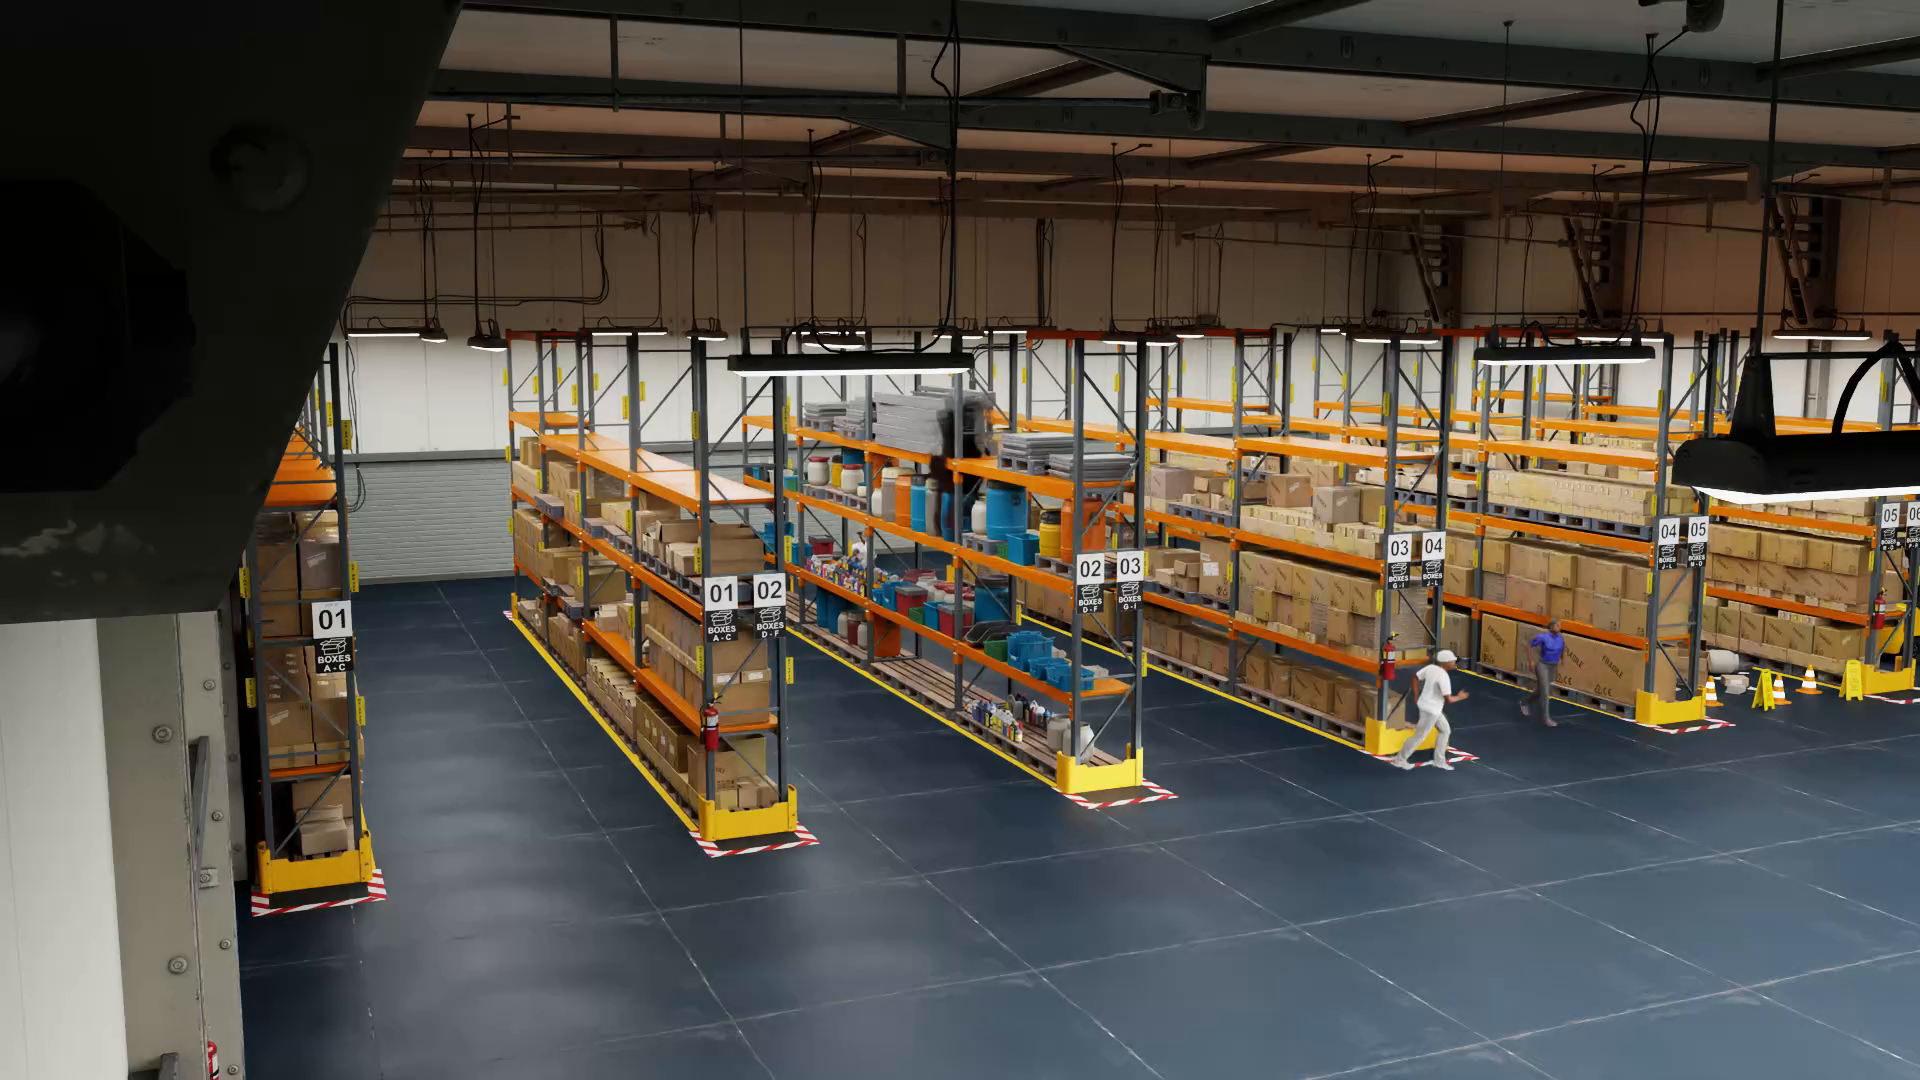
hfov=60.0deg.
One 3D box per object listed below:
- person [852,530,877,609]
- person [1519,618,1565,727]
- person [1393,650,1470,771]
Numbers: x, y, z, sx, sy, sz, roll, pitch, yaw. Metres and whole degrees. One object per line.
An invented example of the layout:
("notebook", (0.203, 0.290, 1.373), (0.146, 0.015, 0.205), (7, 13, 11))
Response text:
("person", (-2.071, 0.630, 35.819), (0.575, 1.718, 0.695), (-5, 9, -33))
("person", (9.089, 2.002, 25.753), (0.625, 1.583, 0.991), (-3, 8, -22))
("person", (6.489, 2.360, 22.926), (0.993, 1.728, 0.722), (0, 8, 4))
